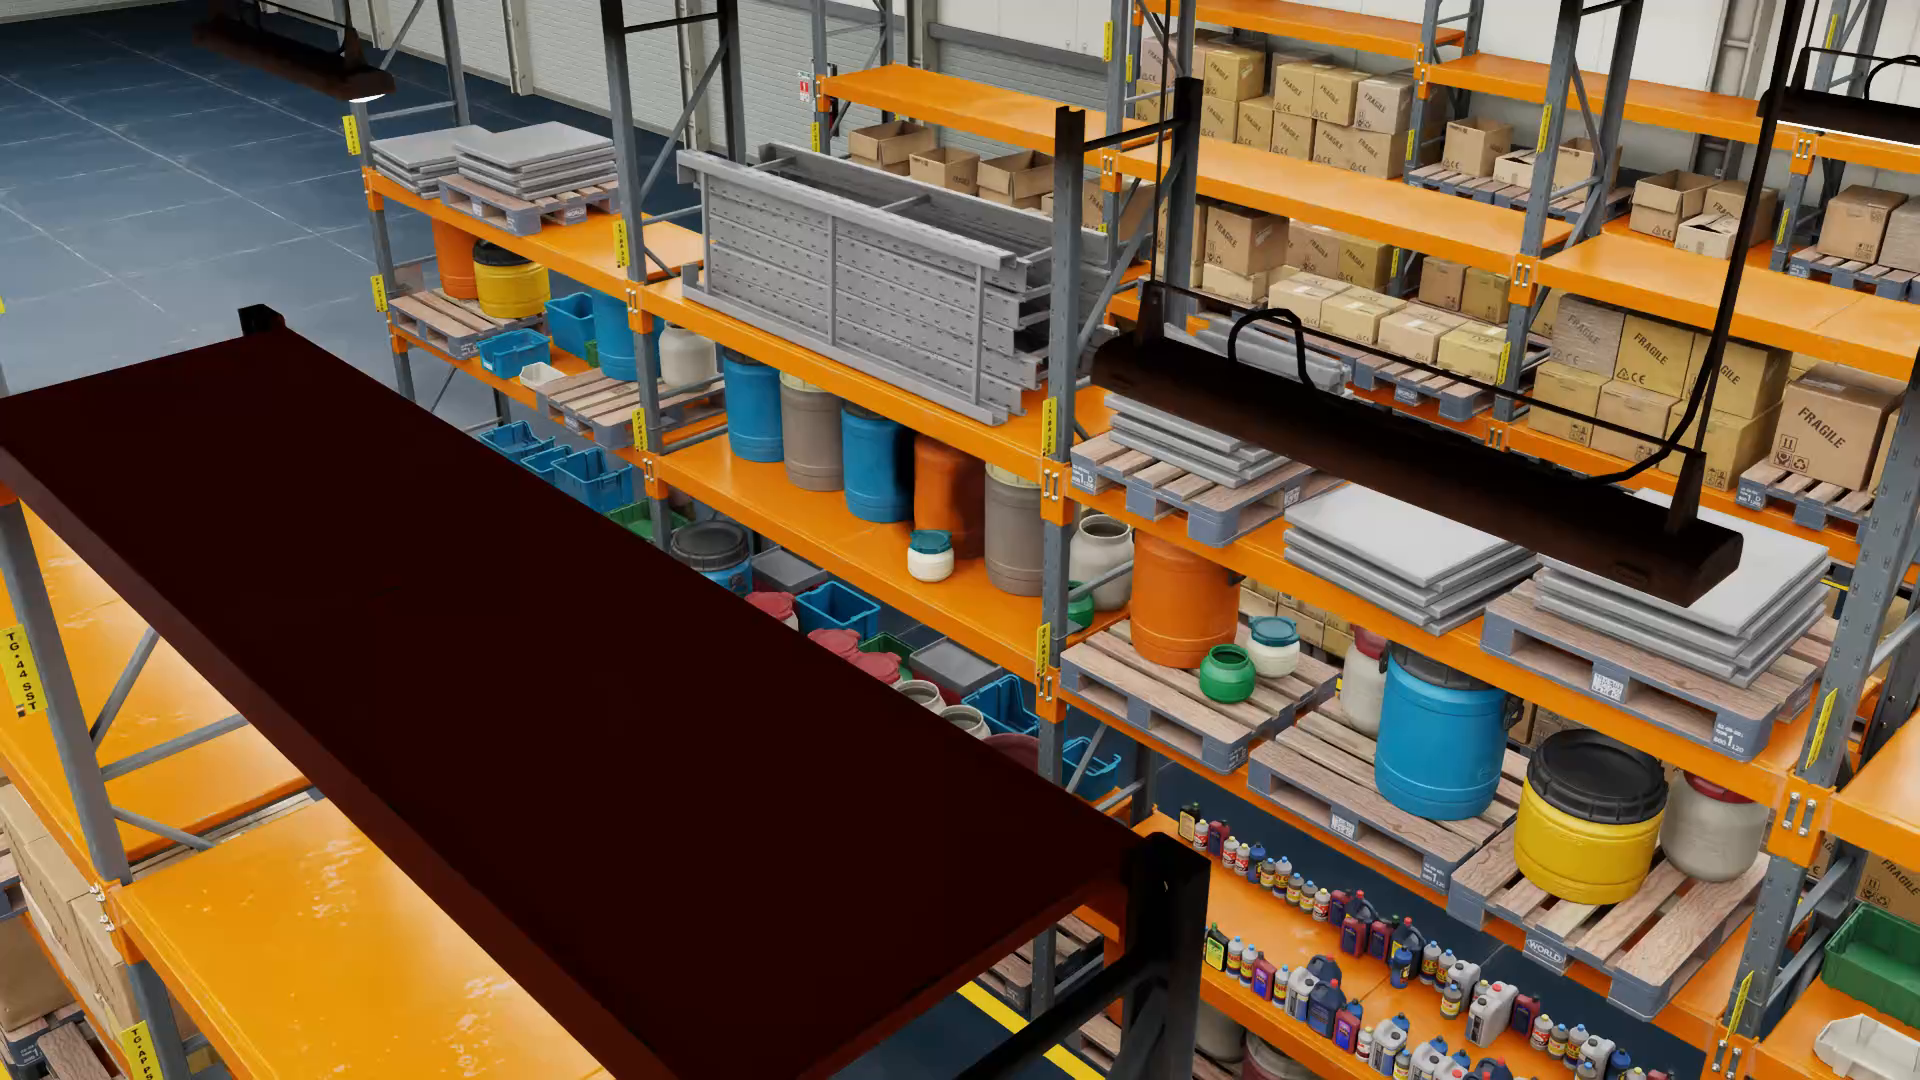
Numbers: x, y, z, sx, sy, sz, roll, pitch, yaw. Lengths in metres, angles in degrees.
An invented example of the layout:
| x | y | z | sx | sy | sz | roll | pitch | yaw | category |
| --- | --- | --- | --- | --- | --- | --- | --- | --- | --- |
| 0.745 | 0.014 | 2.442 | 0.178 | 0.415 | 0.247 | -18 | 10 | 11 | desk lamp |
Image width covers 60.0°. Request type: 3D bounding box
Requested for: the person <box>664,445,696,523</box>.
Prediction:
| x | y | z | sx | sy | sz | roll | pitch | yaw | category |
| --- | --- | --- | --- | --- | --- | --- | --- | --- | --- |
| -2.753 | -0.561 | 16.055 | 0.516 | 1.827 | 0.571 | 6 | 29 | 11 | person |
